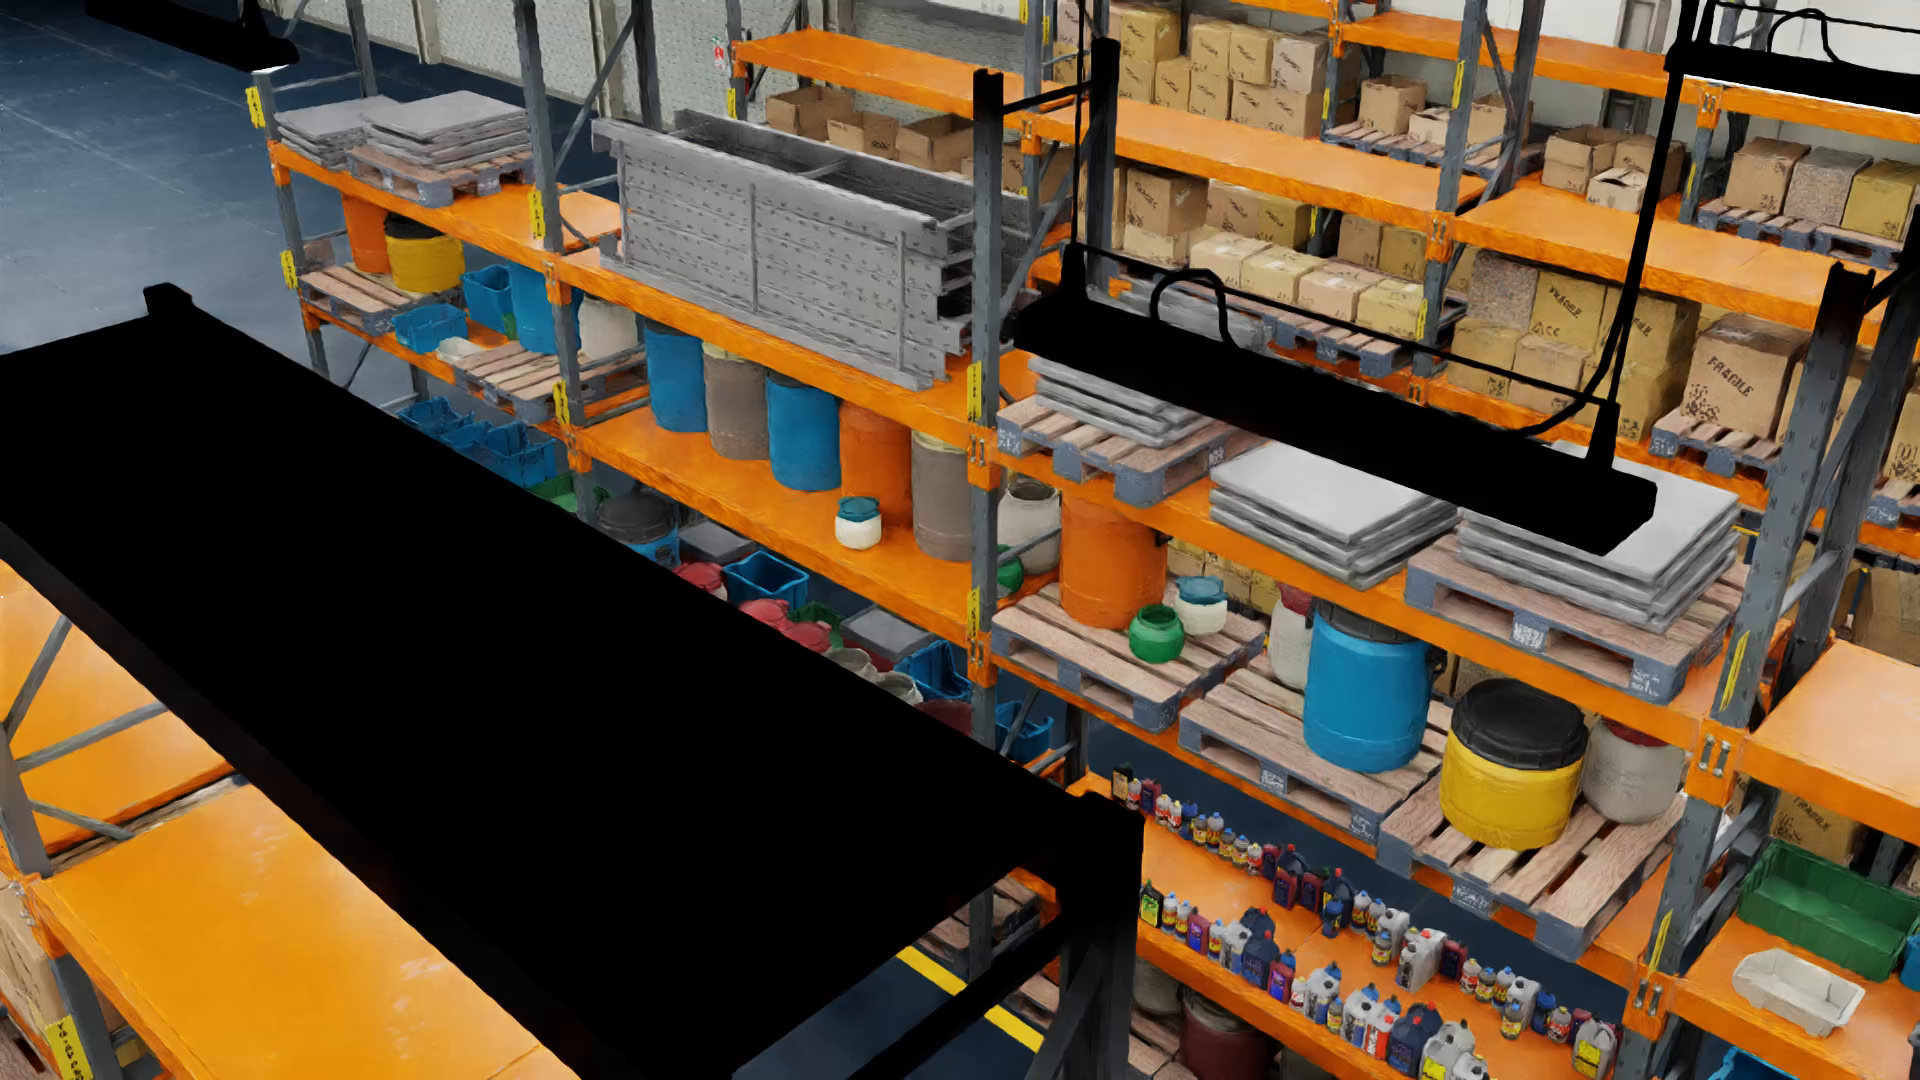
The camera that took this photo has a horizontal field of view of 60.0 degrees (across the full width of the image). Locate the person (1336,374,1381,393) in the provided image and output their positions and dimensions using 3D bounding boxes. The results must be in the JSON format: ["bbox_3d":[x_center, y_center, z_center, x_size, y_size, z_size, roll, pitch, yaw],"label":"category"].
[{"bbox_3d":[4.159,-1.623,17.358,1.026,1.715,0.538,19,35,30],"label":"person"}]

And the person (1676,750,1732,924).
[{"bbox_3d":[4.859,2.008,11.032,1.093,1.583,0.481,23,37,35],"label":"person"}]
